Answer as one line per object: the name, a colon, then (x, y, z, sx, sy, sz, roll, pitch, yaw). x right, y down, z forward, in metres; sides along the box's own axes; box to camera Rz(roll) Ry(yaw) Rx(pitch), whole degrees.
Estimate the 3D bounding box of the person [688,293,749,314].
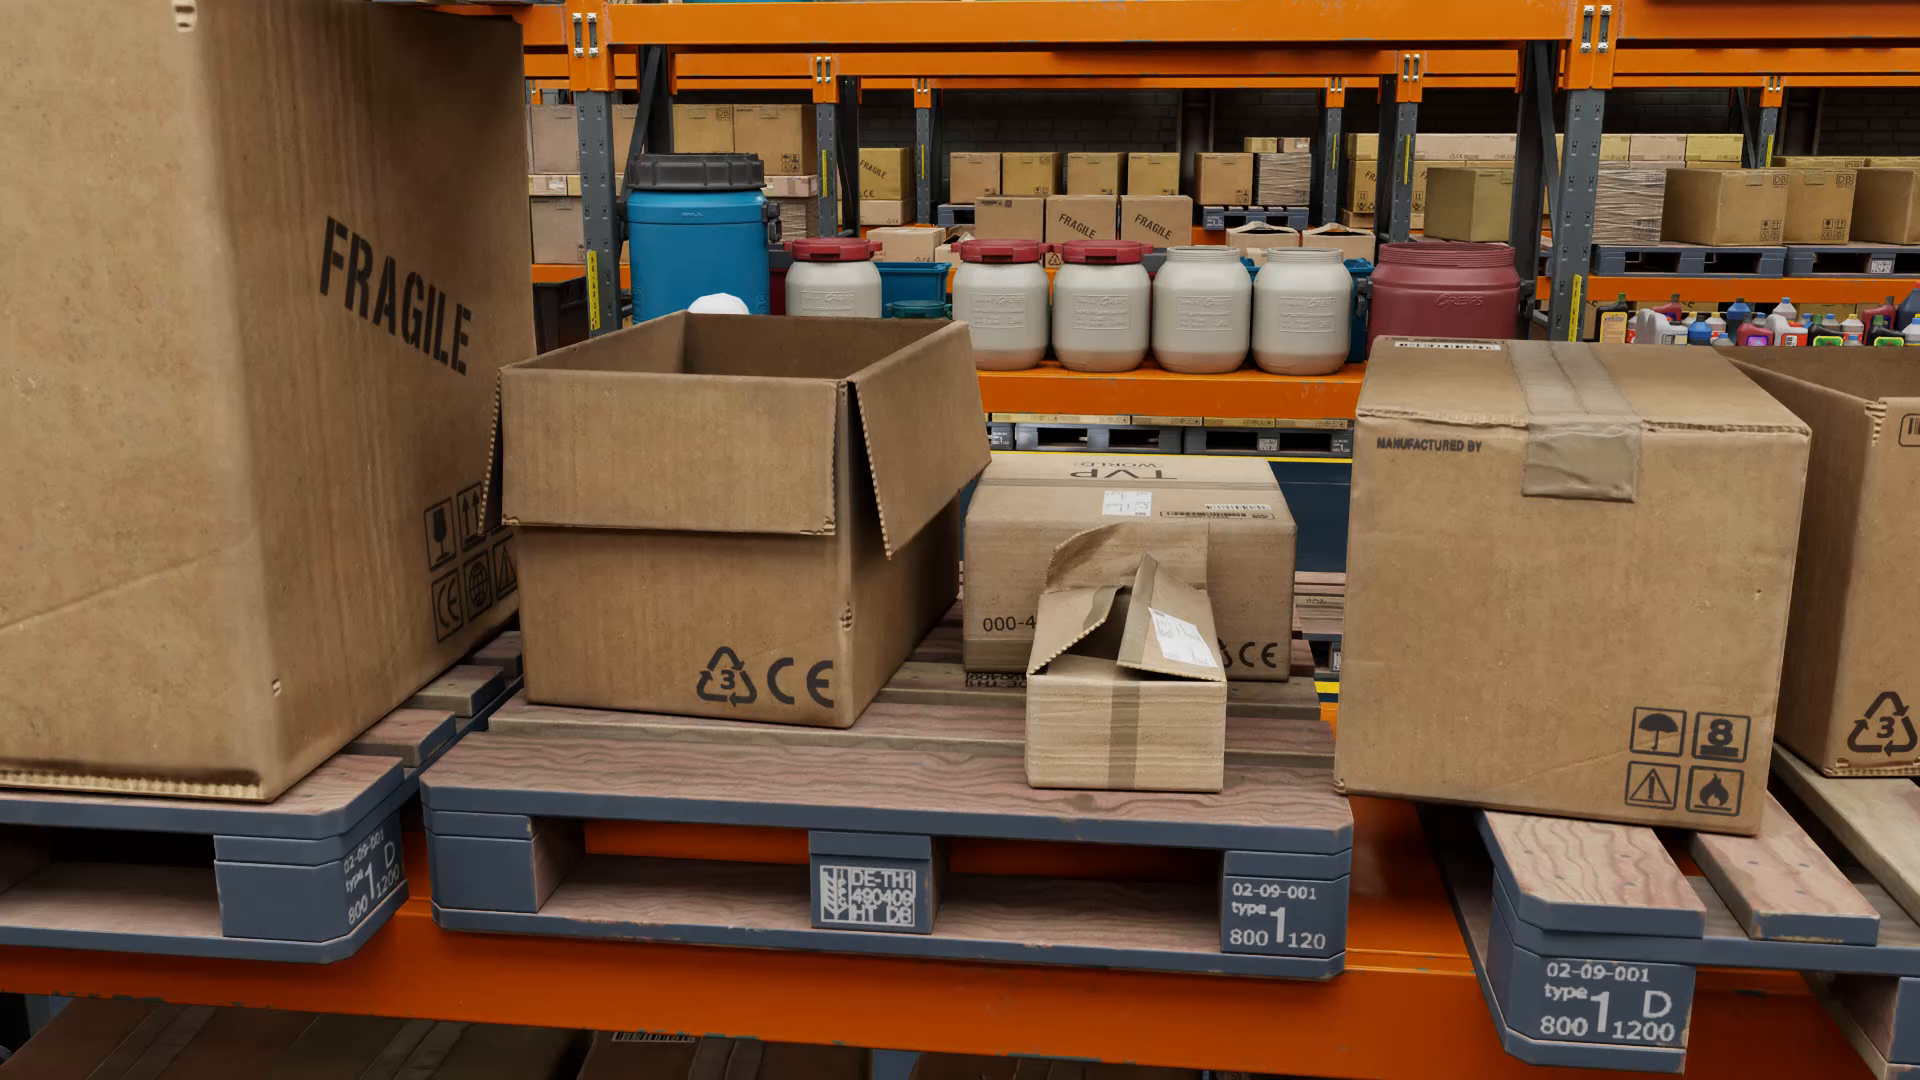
person: (-0.776, -0.006, 5.992, 0.461, 1.761, 0.628, 2, 14, 6)
